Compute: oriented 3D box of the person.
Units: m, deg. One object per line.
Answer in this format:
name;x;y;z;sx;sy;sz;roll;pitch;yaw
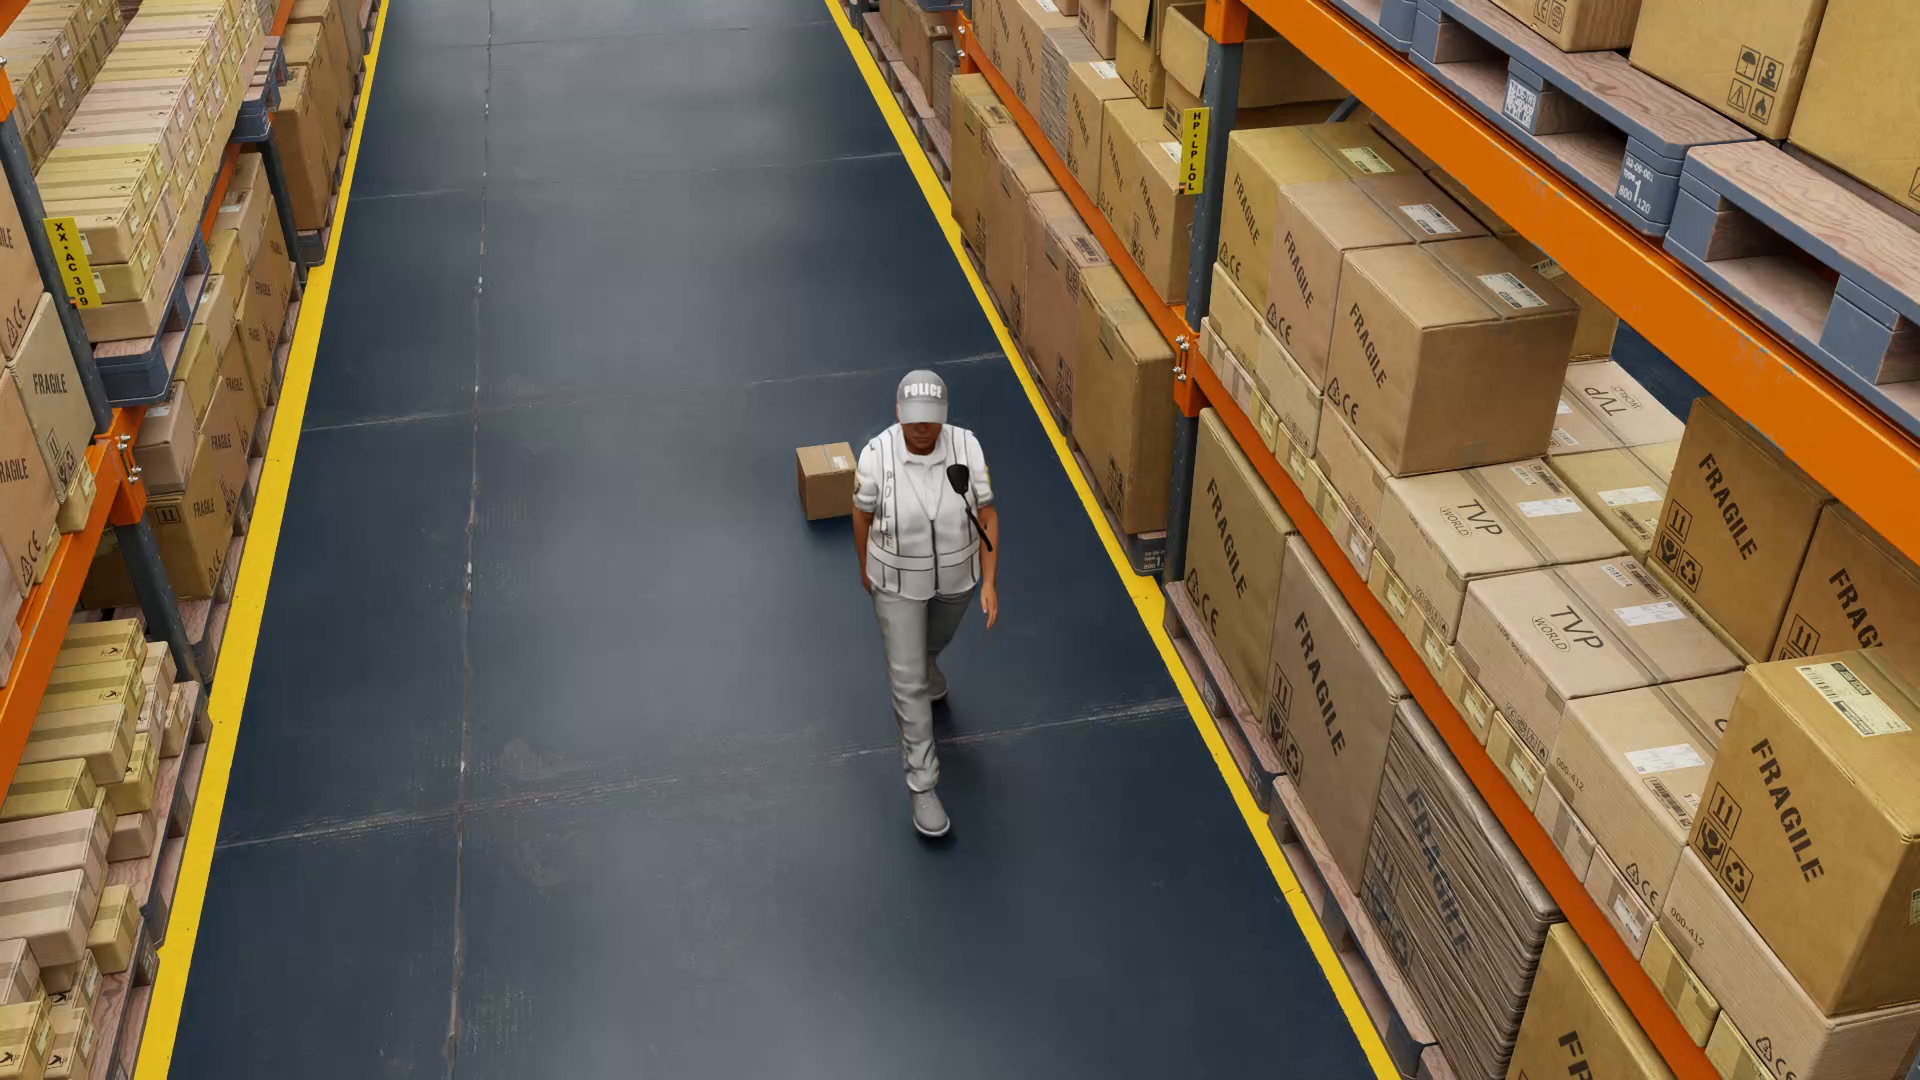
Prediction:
person;-0.104;0.131;5.934;0.490;1.600;1.027;-9;36;-13
